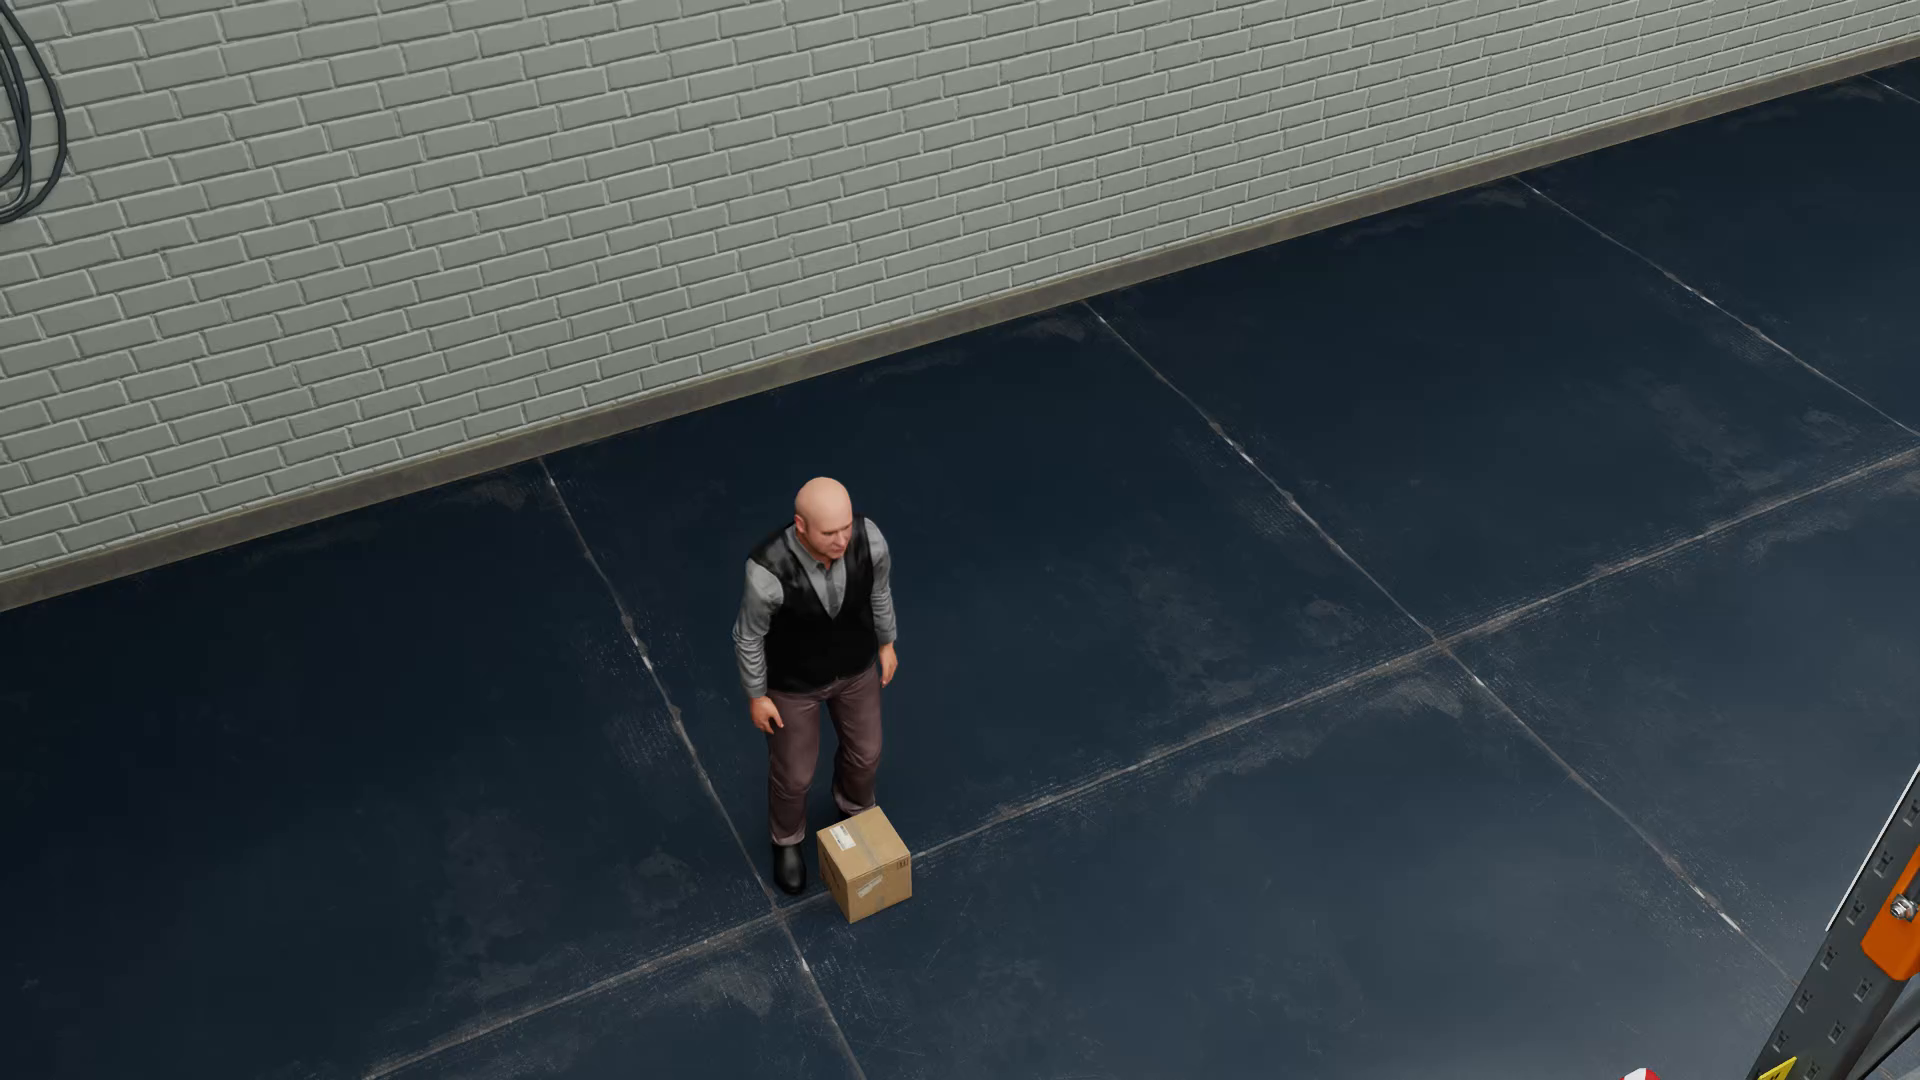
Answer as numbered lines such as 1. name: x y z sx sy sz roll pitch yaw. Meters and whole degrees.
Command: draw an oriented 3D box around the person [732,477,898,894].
1. person: -0.482 0.447 5.664 0.573 1.719 0.424 -21 45 -23
